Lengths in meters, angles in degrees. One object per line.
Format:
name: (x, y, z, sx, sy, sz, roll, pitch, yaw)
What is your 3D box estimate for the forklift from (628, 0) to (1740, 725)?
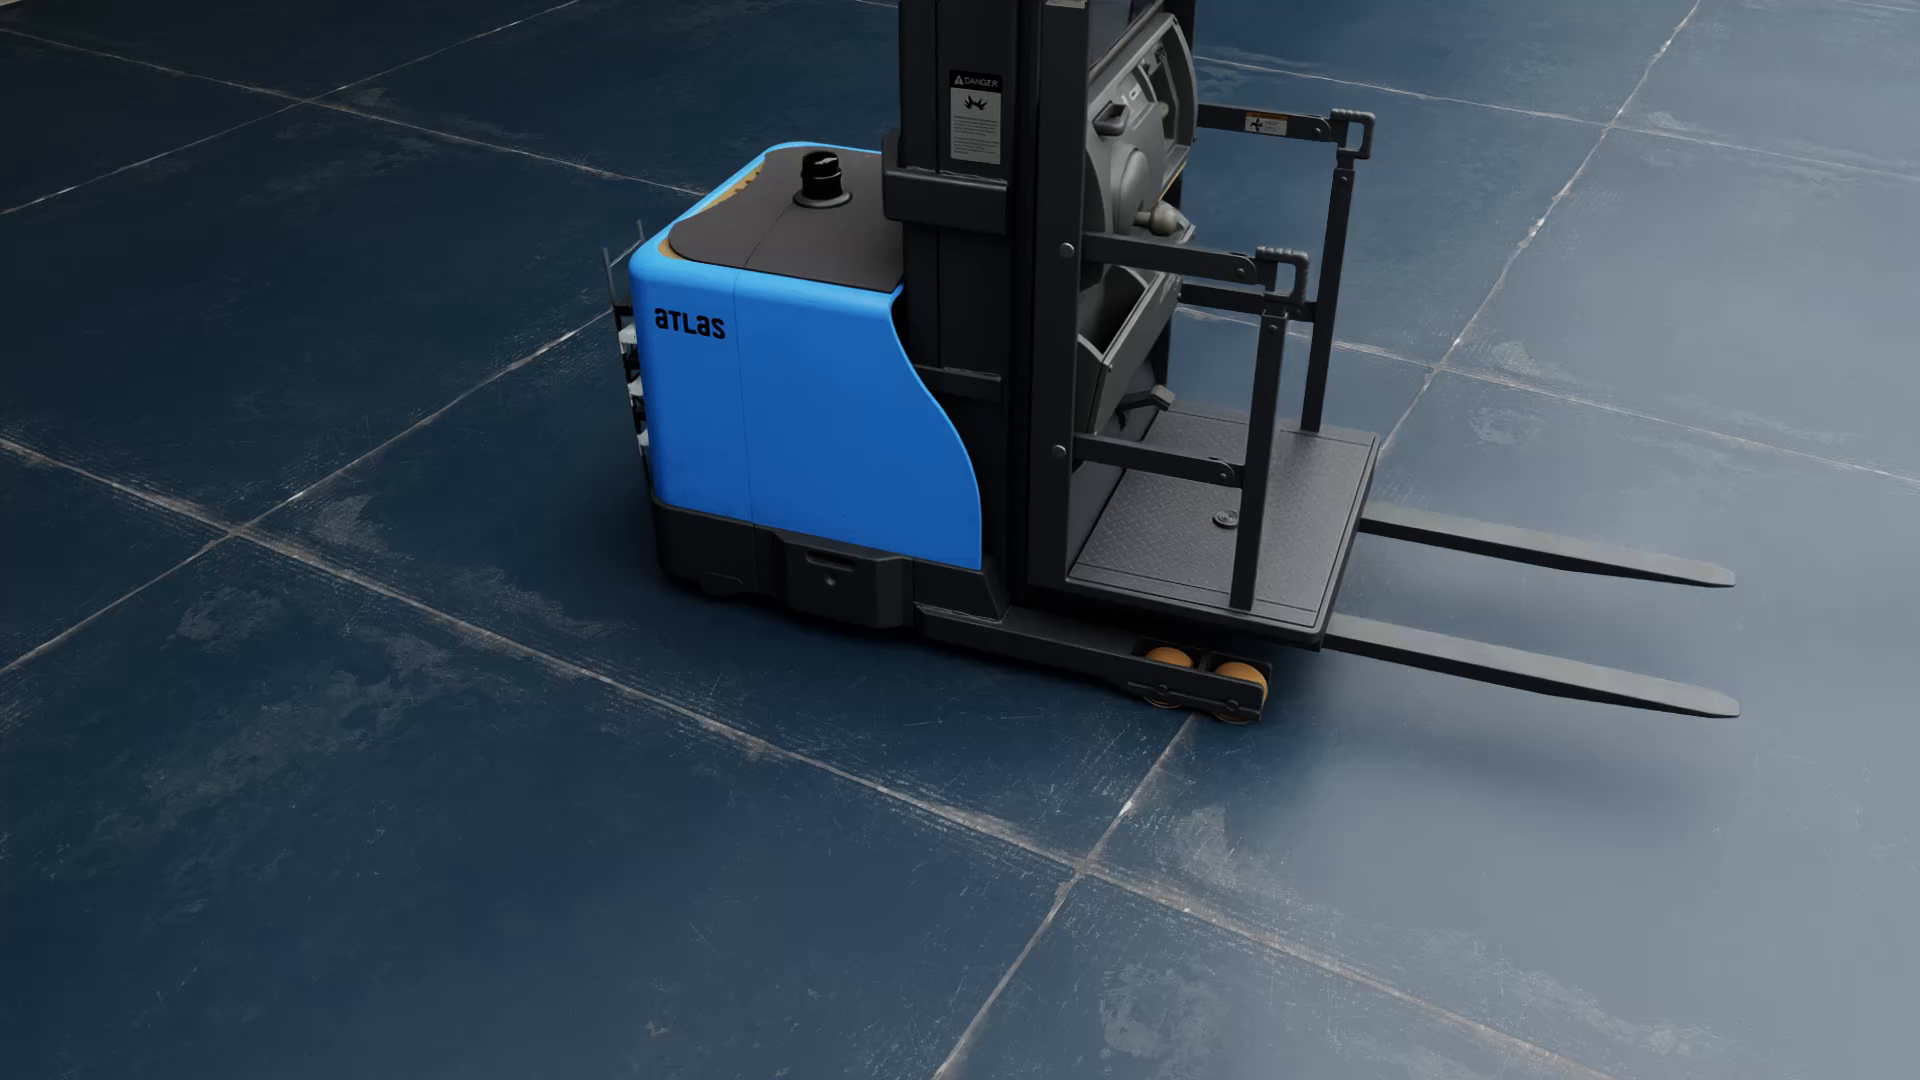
forklift: (0.657, -1.055, 4.190, 3.031, 2.935, 1.130, 12, 35, 17)

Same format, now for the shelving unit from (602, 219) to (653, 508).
shelving unit: (-0.897, -0.532, 5.227, 0.210, 0.900, 0.258, 7, 34, 17)

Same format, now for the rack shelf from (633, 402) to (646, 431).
rack shelf: (-0.890, -0.428, 5.293, 0.200, 0.077, 0.258, 7, 34, 17)

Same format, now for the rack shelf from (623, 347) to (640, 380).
rack shelf: (-0.901, -0.580, 5.196, 0.200, 0.077, 0.258, 7, 34, 17)

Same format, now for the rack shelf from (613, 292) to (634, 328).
rack shelf: (-0.912, -0.731, 5.100, 0.200, 0.077, 0.258, 7, 34, 17)

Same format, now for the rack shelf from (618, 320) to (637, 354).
rack shelf: (-0.906, -0.656, 5.148, 0.200, 0.077, 0.258, 7, 34, 17)

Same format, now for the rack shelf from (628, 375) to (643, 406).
rack shelf: (-0.895, -0.504, 5.244, 0.200, 0.077, 0.258, 7, 34, 17)

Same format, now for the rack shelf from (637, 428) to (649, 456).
rack shelf: (-0.884, -0.353, 5.341, 0.200, 0.077, 0.258, 7, 34, 17)

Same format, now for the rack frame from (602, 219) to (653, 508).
rack frame: (-0.994, -0.544, 5.256, 0.006, 0.900, 0.240, 7, 34, 17)
